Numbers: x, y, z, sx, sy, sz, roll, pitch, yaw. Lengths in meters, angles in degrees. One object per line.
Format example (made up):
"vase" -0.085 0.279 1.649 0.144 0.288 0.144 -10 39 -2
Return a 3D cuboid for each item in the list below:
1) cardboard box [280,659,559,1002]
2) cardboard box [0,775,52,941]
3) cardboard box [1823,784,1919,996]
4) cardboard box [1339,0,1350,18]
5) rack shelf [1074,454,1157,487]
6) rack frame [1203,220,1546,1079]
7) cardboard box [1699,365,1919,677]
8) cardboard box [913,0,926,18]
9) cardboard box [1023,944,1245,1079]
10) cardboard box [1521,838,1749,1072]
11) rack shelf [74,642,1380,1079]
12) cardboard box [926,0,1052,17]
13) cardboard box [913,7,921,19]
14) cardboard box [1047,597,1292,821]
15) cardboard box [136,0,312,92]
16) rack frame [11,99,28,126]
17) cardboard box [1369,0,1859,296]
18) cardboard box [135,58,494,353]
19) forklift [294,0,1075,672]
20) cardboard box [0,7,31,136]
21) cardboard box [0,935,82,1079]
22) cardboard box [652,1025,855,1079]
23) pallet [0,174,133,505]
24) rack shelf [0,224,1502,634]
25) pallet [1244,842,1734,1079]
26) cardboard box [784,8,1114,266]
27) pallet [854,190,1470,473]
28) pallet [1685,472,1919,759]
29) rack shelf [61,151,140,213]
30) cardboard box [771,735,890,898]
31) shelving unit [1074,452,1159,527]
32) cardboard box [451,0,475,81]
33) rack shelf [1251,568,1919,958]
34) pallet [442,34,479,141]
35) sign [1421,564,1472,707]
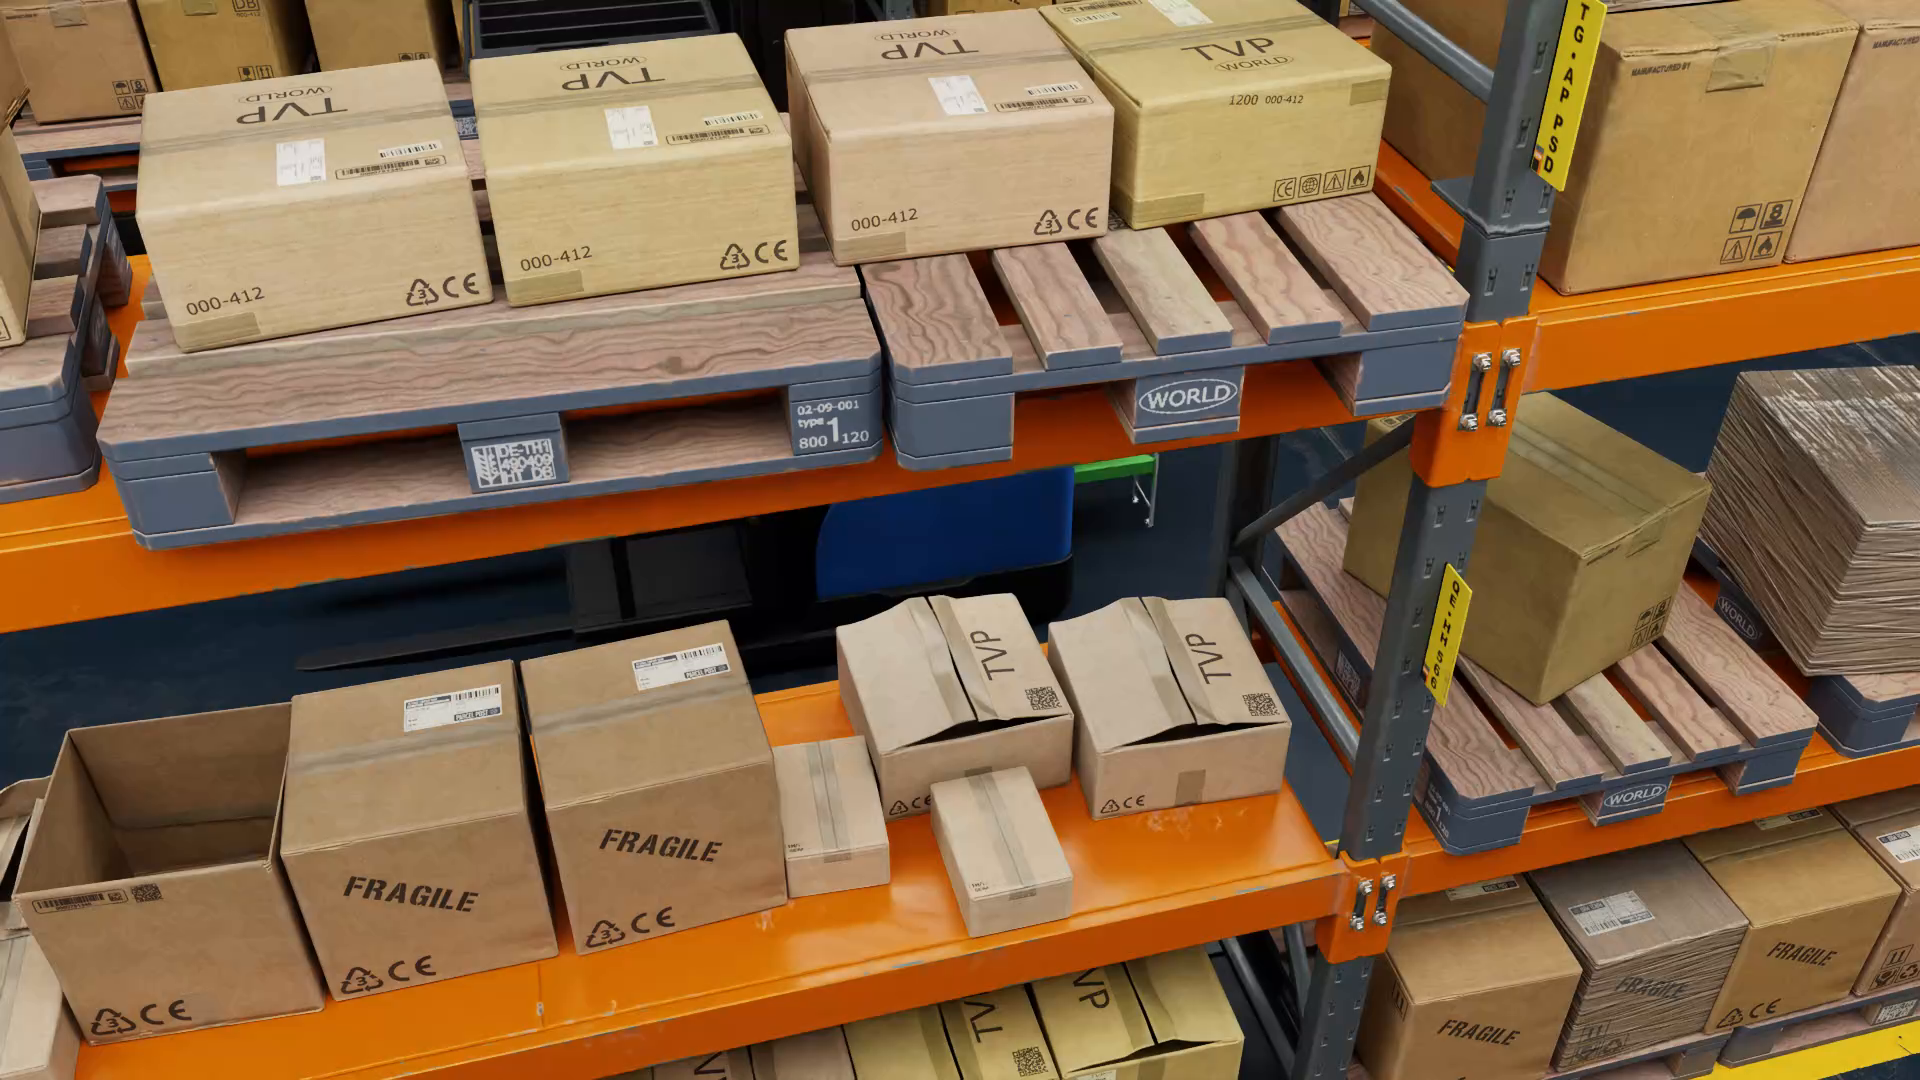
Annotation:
"cardboard box" -1.233 0.661 3.835 0.500 0.500 0.500 -9 38 -12
"cardboard box" -2.169 0.782 3.870 0.258 0.266 0.396 -10 39 -13
"cardboard box" 2.897 1.007 5.160 0.500 0.500 0.500 -11 39 -13
"cardboard box" 1.620 -2.899 8.227 0.500 0.500 0.500 -8 38 -11
"rack shelf" 0.577 -0.326 7.188 0.480 0.148 0.258 -9 38 -11
"rack frame" 0.891 0.342 4.335 0.127 3.000 1.000 -9 38 -12
"cardboard box" 2.403 -0.064 4.436 0.500 0.500 0.700 -3 37 -3
"cardboard box" -0.017 -2.959 8.305 0.500 0.500 0.500 -9 38 -12
"cardboard box" 0.450 1.272 4.575 0.500 0.311 0.500 -8 38 -11
"cardboard box" 1.909 1.169 4.948 0.500 0.500 0.500 -11 39 -14
"rack shelf" -1.040 0.944 4.139 4.000 0.370 1.077 -9 38 -12
"cardboard box" 0.132 -2.656 7.910 0.500 0.500 0.500 -8 38 -11
"cardboard box" -0.156 -2.673 8.466 0.250 0.149 0.380 -9 38 -11
"cardboard box" 0.529 0.409 4.320 0.500 0.311 0.500 -7 38 -9
"cardboard box" -3.224 -2.289 7.329 0.500 0.500 0.700 -6 38 -7
"rack frame" -4.266 -1.930 7.304 0.127 3.000 1.000 -9 38 -12
"cardboard box" 1.304 -0.978 3.509 0.500 0.500 0.910 -9 38 -12
"cardboard box" -1.109 -0.590 2.862 0.500 0.250 0.500 -12 39 -16
"forklift" -1.115 -0.922 6.043 3.031 2.935 1.130 -9 38 -11
"cardboard box" -1.821 -0.800 2.518 0.500 0.500 0.500 -6 38 -8
"cardboard box" -2.062 1.055 3.609 0.250 0.149 0.380 -9 38 -12
"cardboard box" -0.538 1.436 4.360 0.500 0.311 0.500 -10 38 -12
"pallet" -2.122 -0.287 2.846 1.217 0.209 0.805 -11 39 -14
"rack shelf" -1.040 -0.247 3.228 4.000 0.370 1.077 -9 38 -12
"pallet" 1.622 1.353 5.307 1.213 0.211 1.003 -9 38 -12
"cardboard box" -0.033 -0.758 3.082 0.500 0.250 0.500 -8 38 -11
"pallet" 0.259 -0.615 3.271 1.003 0.211 1.213 -8 38 -10
"pallet" 2.768 0.107 4.799 1.213 0.211 1.003 -9 38 -12
"rack shelf" -2.335 -1.961 7.937 4.000 0.370 1.077 -9 38 -12
"cardboard box" -0.325 0.676 4.104 0.250 0.149 0.380 -7 38 -9
"shelving unit" 0.577 -0.567 7.004 0.503 1.200 0.258 -9 38 -11
"cardboard box" -2.052 -2.487 7.588 0.500 0.500 0.700 -9 38 -12
"rack shelf" 2.822 0.311 4.967 4.000 0.370 1.077 -9 38 -12
"pallet" -2.304 -2.150 7.749 1.213 0.211 1.003 -9 38 -12
"sign" 1.039 0.207 3.558 0.005 0.325 0.100 -9 38 -12
